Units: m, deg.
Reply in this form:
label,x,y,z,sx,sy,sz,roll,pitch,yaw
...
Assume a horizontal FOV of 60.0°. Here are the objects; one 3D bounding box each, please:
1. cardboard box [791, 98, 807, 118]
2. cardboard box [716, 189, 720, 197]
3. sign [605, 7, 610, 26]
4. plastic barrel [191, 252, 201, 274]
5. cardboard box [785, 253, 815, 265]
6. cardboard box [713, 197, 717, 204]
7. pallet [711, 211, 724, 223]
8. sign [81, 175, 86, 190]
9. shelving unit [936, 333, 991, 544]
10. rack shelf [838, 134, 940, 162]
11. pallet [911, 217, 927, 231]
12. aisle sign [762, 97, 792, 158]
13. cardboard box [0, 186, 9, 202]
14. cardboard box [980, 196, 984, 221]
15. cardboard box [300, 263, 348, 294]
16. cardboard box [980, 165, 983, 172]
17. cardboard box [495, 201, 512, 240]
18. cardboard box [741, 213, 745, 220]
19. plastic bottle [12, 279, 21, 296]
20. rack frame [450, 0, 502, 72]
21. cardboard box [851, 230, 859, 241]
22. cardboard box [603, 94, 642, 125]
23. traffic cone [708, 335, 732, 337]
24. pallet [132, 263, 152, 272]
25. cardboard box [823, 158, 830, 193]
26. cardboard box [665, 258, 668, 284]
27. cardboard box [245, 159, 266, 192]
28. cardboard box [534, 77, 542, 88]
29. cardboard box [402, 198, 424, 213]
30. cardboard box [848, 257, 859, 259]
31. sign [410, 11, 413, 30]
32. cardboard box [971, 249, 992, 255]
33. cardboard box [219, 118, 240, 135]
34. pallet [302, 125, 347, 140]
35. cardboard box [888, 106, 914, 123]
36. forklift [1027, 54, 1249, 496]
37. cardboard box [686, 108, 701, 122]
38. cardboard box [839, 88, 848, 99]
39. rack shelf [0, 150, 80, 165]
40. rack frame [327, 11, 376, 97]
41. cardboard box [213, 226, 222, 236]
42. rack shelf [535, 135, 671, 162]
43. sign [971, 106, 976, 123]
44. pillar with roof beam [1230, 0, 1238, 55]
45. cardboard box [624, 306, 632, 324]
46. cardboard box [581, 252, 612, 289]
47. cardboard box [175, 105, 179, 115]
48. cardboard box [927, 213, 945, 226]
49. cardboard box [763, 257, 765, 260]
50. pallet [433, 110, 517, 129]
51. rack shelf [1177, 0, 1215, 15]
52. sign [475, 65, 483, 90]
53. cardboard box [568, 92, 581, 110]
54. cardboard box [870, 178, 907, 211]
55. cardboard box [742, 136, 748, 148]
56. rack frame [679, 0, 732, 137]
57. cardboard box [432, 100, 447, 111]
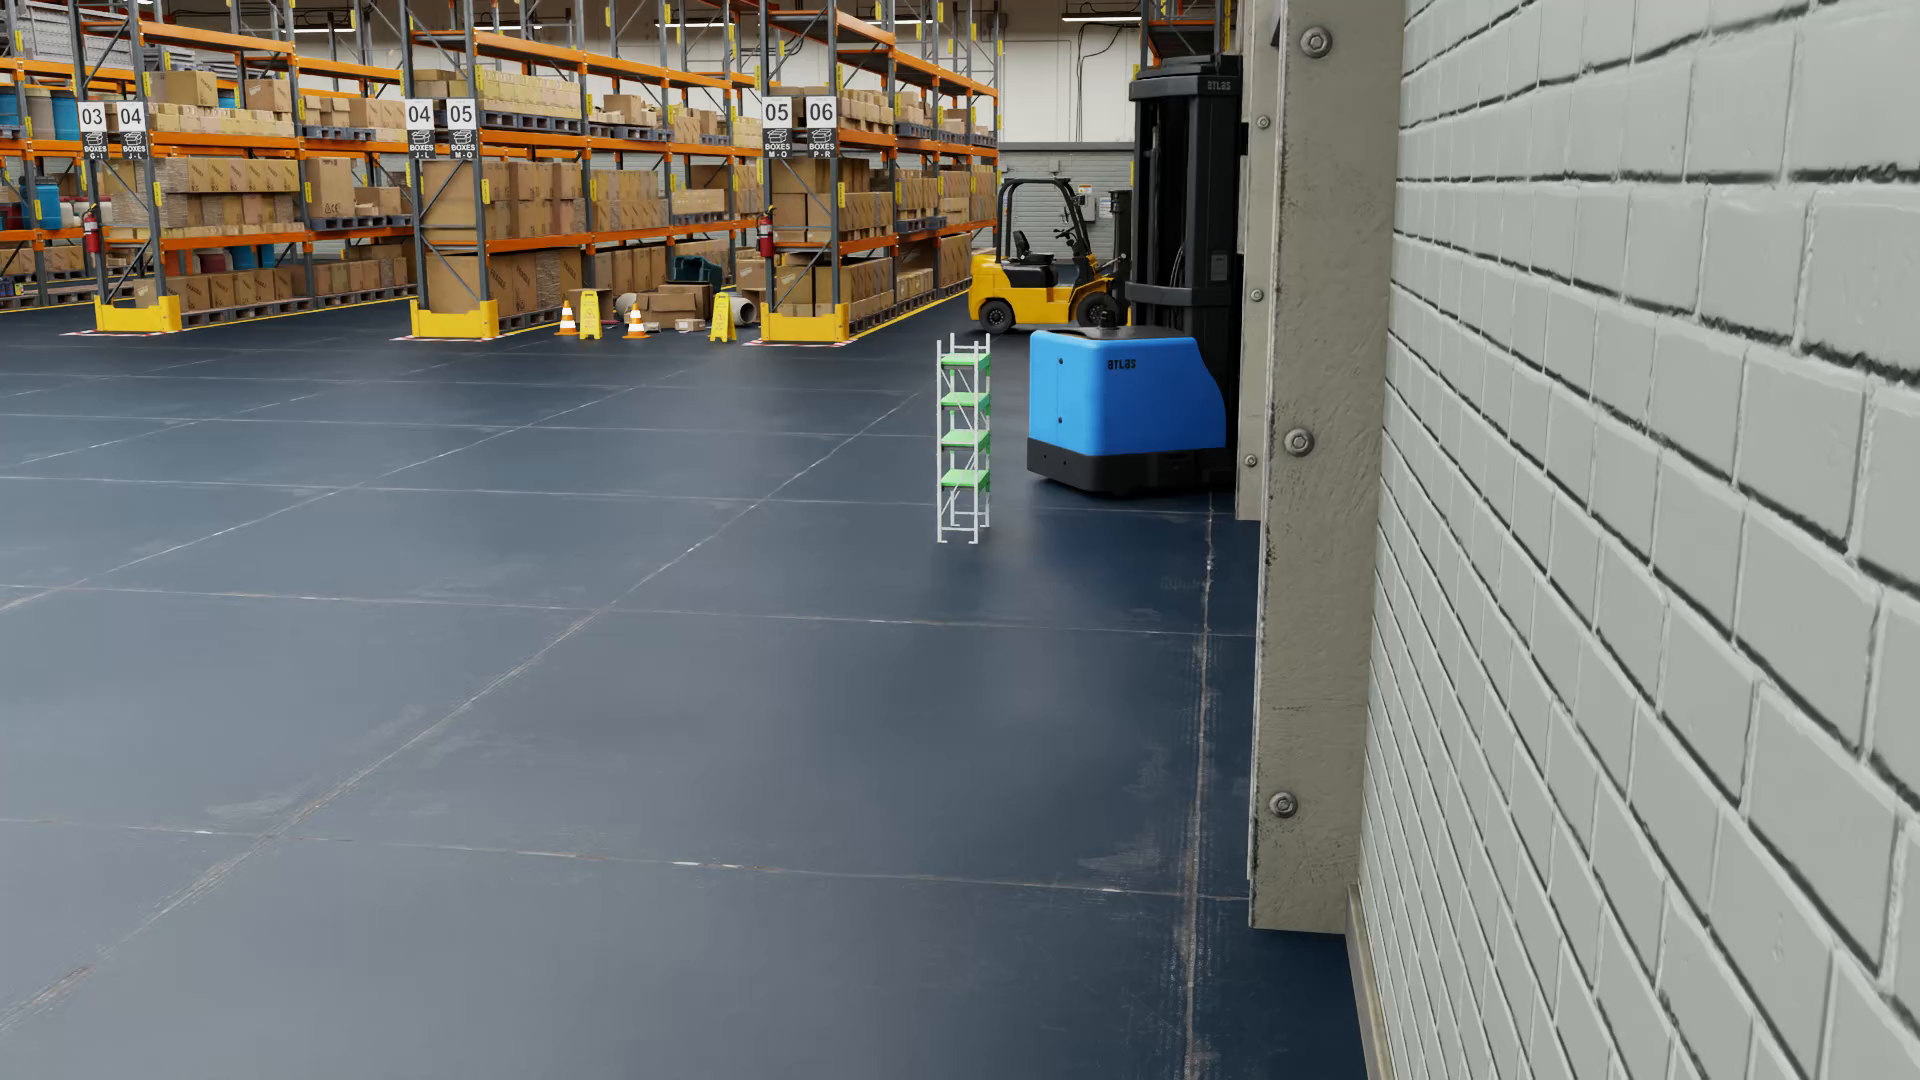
label,x,y,z,sx,sy,sz,roll,pitch,yaw
cardboard box,-2.304,-5.829,22.449,0.500,0.250,0.500,2,12,8
cardboard box,-5.087,-7.040,33.726,0.380,0.149,0.250,2,12,7
sign,-6.331,-9.423,29.953,0.100,0.325,0.005,2,12,9
plastic barrel,-15.516,-5.534,33.459,0.421,0.512,0.421,0,12,0
cardboard box,-2.261,-3.973,23.521,0.380,0.149,0.250,2,12,10
cardboard box,-5.124,-6.844,33.526,0.380,0.149,0.250,2,12,11
pallet,-5.439,-6.564,33.787,1.003,0.211,1.213,2,12,9
sign,-19.302,-7.864,36.617,0.100,0.325,0.005,2,12,9
shelving unit,0.025,-0.621,10.027,0.258,1.200,0.503,2,12,9
rack shelf,-1.194,-6.539,27.801,1.077,0.370,4.000,2,12,9
pallet,-1.150,-5.333,28.075,1.003,0.211,1.213,2,12,9
aisle sign,-2.413,-5.442,21.955,0.394,0.787,0.004,2,12,9
cardboard box,-20.152,-7.056,34.381,0.700,0.500,0.500,4,13,19
cardboard box,0.224,-7.019,35.205,0.500,0.500,0.500,2,12,9
cardboard box,-11.086,-4.548,28.864,0.700,0.500,0.500,2,12,8
cardboard box,0.287,-7.901,35.386,0.380,0.149,0.250,2,12,9
cardboard box,-6.948,-4.581,23.776,0.875,0.550,0.550,2,12,9
cardboard box,-4.808,-6.907,35.522,0.380,0.149,0.250,1,12,6
plastic bottle,-15.936,-4.265,28.069,0.061,0.283,0.133,3,12,11
rack frame,-10.063,-9.927,34.694,1.000,3.000,0.127,2,12,9
cardboard box,-1.630,-4.273,23.297,0.380,0.149,0.250,2,12,10
cardboard box,-5.784,-7.378,28.517,0.500,0.500,0.500,2,12,9
traffic cone,-3.325,-3.066,23.122,0.336,0.463,0.334,2,12,9
pallet,-19.369,-6.603,40.133,1.003,0.211,1.213,2,12,9
cardboard box,-2.169,-5.076,23.112,0.700,0.500,0.500,2,12,9
cardboard box,-5.432,-5.102,31.483,0.500,0.500,0.500,1,12,6
cardboard box,-11.244,-5.701,26.010,0.500,0.500,0.500,2,12,9
cardboard box,-6.383,-6.732,24.459,0.380,0.149,0.250,2,12,9
cardboard box,-10.335,-6.303,31.881,0.500,0.500,0.500,2,12,10
cardboard box,-1.859,-4.121,25.746,0.500,0.500,0.500,2,12,11
sign,-10.141,-9.574,30.652,0.100,0.325,0.005,2,12,9
cardboard box,0.209,-6.127,36.388,0.875,0.438,0.875,2,12,10
cardboard box,-11.351,-6.300,25.342,0.500,0.250,0.500,2,12,10
pallet,-11.093,-6.828,27.883,1.213,0.211,1.003,2,12,9
cardboard box,-1.016,-6.714,26.269,0.500,0.250,0.500,2,12,7
forklift,2.047,-1.909,11.896,3.031,2.935,1.130,-5,13,-23
cardboard box,-5.545,-8.217,32.640,0.797,0.503,0.637,2,12,8
cardboard box,-1.738,-6.079,22.662,0.380,0.149,0.250,2,12,9
rack shelf,-20.159,-8.014,34.647,1.077,0.370,4.000,2,12,9
rack frame,-14.342,-10.920,39.303,1.000,3.000,0.127,2,12,9
cardboard box,-11.444,-4.685,25.210,0.380,0.149,0.250,2,12,9
rack shelf,-6.101,-6.678,28.447,1.077,0.370,4.000,2,12,9
sign,0.266,-8.530,33.361,0.100,0.325,0.005,2,12,9
pillar with roof beam,2.301,-10.950,39.442,9.100,9.000,0.548,2,12,9
cardboard box,-4.853,-3.393,25.106,0.396,0.266,0.258,4,13,18
cardboard box,-6.402,-4.385,27.561,1.050,0.750,0.750,2,12,8
cardboard box,-11.585,-6.241,24.123,0.380,0.149,0.250,2,12,8
cardboard box,-0.563,-5.861,30.423,0.500,0.250,0.500,2,12,8
cardboard box,-4.507,-6.266,37.014,0.380,0.149,0.250,2,12,9
pallet,-6.920,-5.892,23.303,1.003,0.211,1.213,2,12,9
rack shelf,4.942,-11.135,34.119,1.077,0.370,4.000,2,12,9
sign,-6.476,-6.227,22.386,0.100,0.325,0.005,2,12,9
cardboard box,-6.230,-6.829,25.855,0.500,0.250,0.500,2,12,8
cardboard box,-1.146,-5.495,26.433,0.500,0.500,0.500,2,12,10
cardboard box,-4.778,-8.398,35.076,0.500,0.250,0.500,2,12,8
rack frame,-5.178,-9.745,33.851,1.000,3.000,0.127,2,12,9
cardboard box,-7.307,-5.992,22.920,0.380,0.149,0.250,2,12,9
